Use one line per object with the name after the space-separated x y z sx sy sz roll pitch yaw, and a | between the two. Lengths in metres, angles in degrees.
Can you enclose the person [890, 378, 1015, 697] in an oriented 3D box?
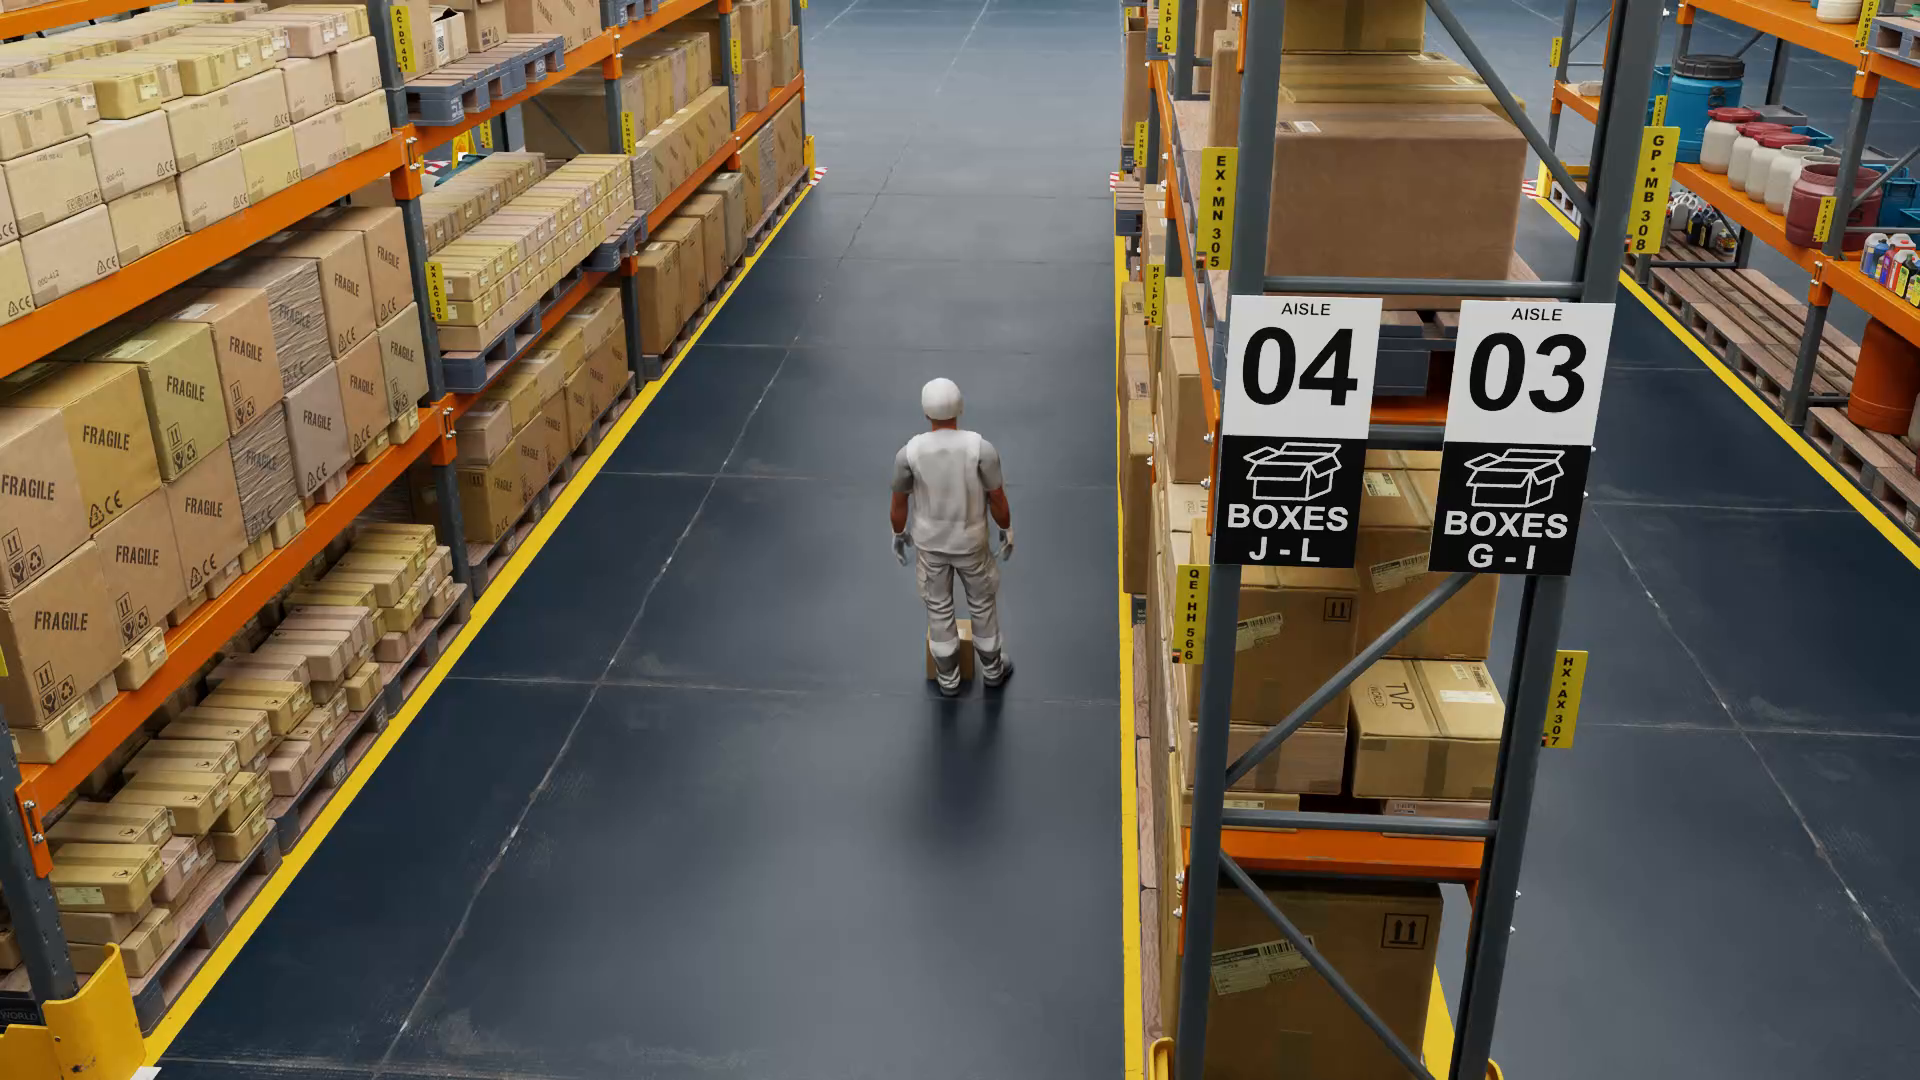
-0.032 -0.029 8.617 0.637 1.787 0.564 2 24 4 | person
